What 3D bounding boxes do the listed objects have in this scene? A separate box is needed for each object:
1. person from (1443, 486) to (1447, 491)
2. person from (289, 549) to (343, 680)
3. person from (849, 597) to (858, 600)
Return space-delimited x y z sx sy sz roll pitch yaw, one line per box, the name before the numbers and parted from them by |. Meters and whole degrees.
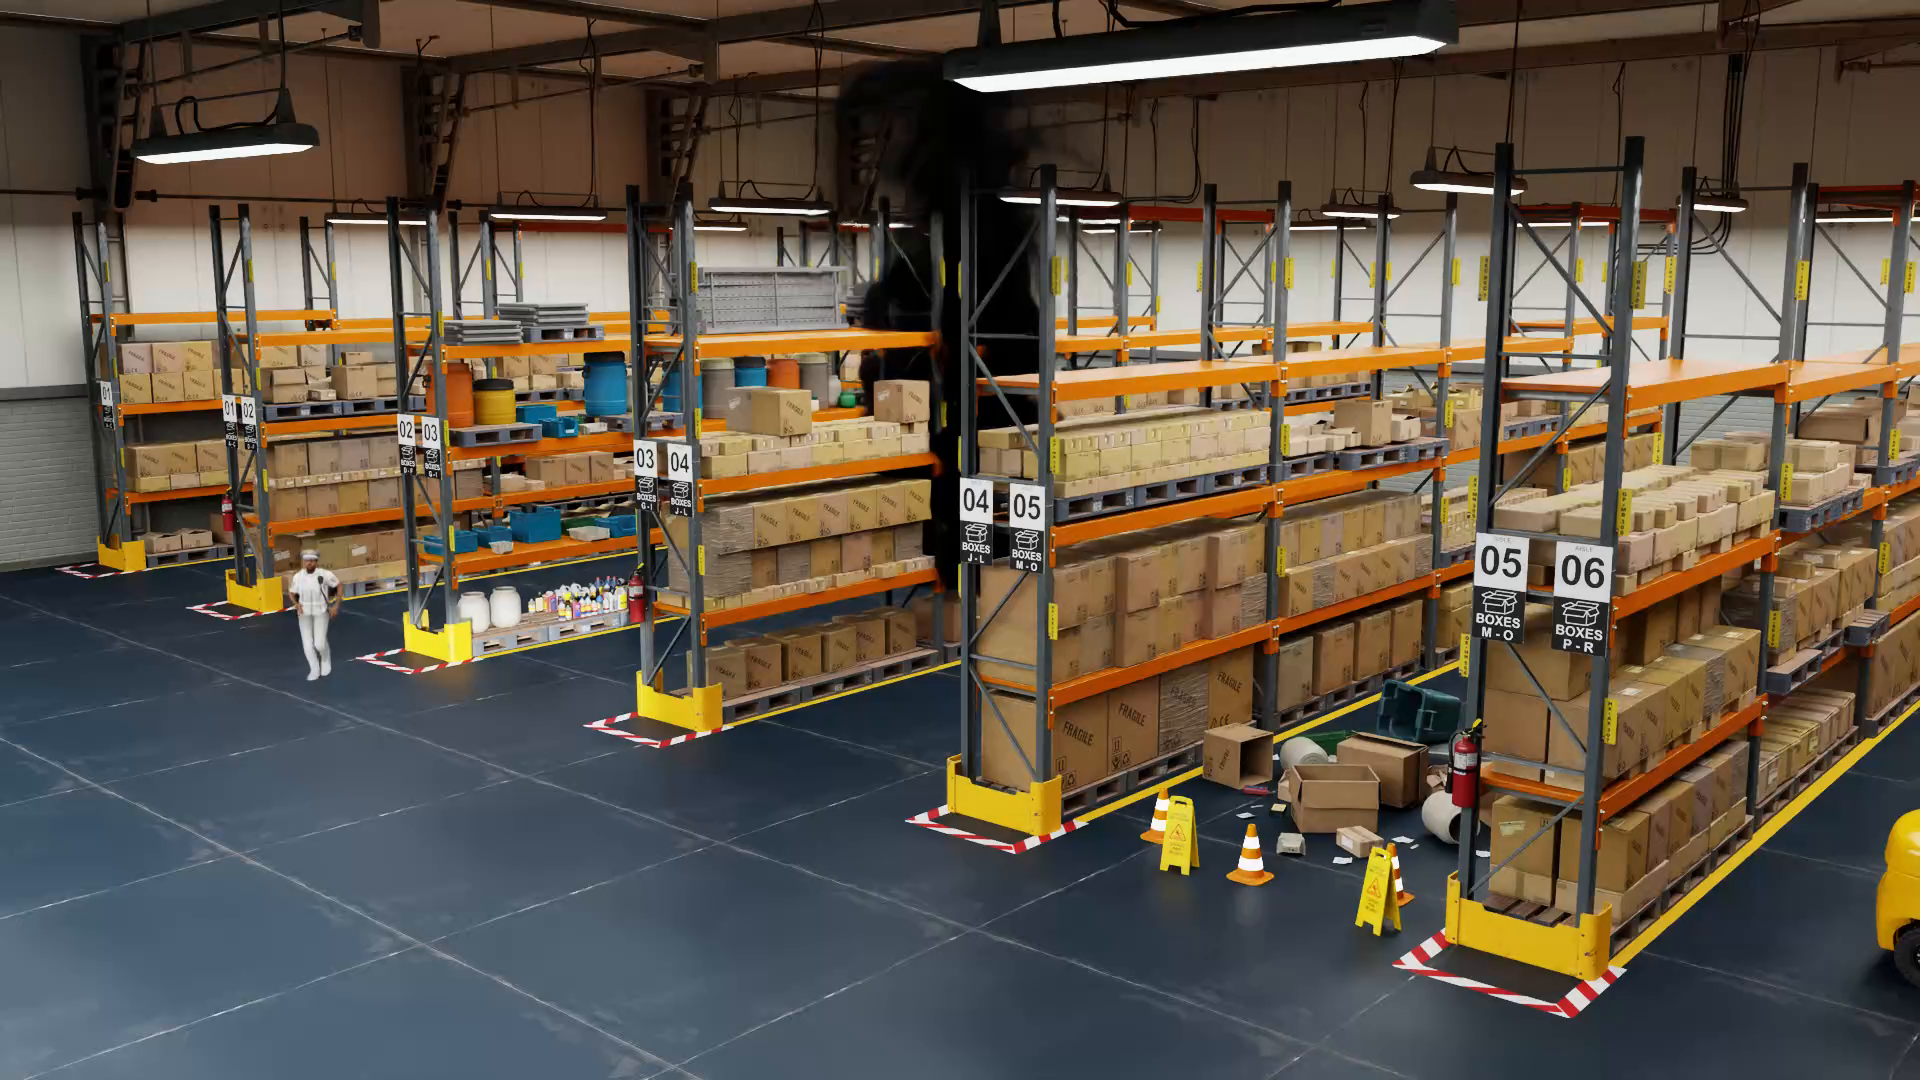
person | 7.662 -0.015 26.479 0.748 1.718 0.620 -8 12 -40
person | -8.025 0.931 20.707 0.611 1.670 0.579 -2 10 -10
person | -1.572 0.031 24.267 0.662 1.681 0.581 5 11 27
